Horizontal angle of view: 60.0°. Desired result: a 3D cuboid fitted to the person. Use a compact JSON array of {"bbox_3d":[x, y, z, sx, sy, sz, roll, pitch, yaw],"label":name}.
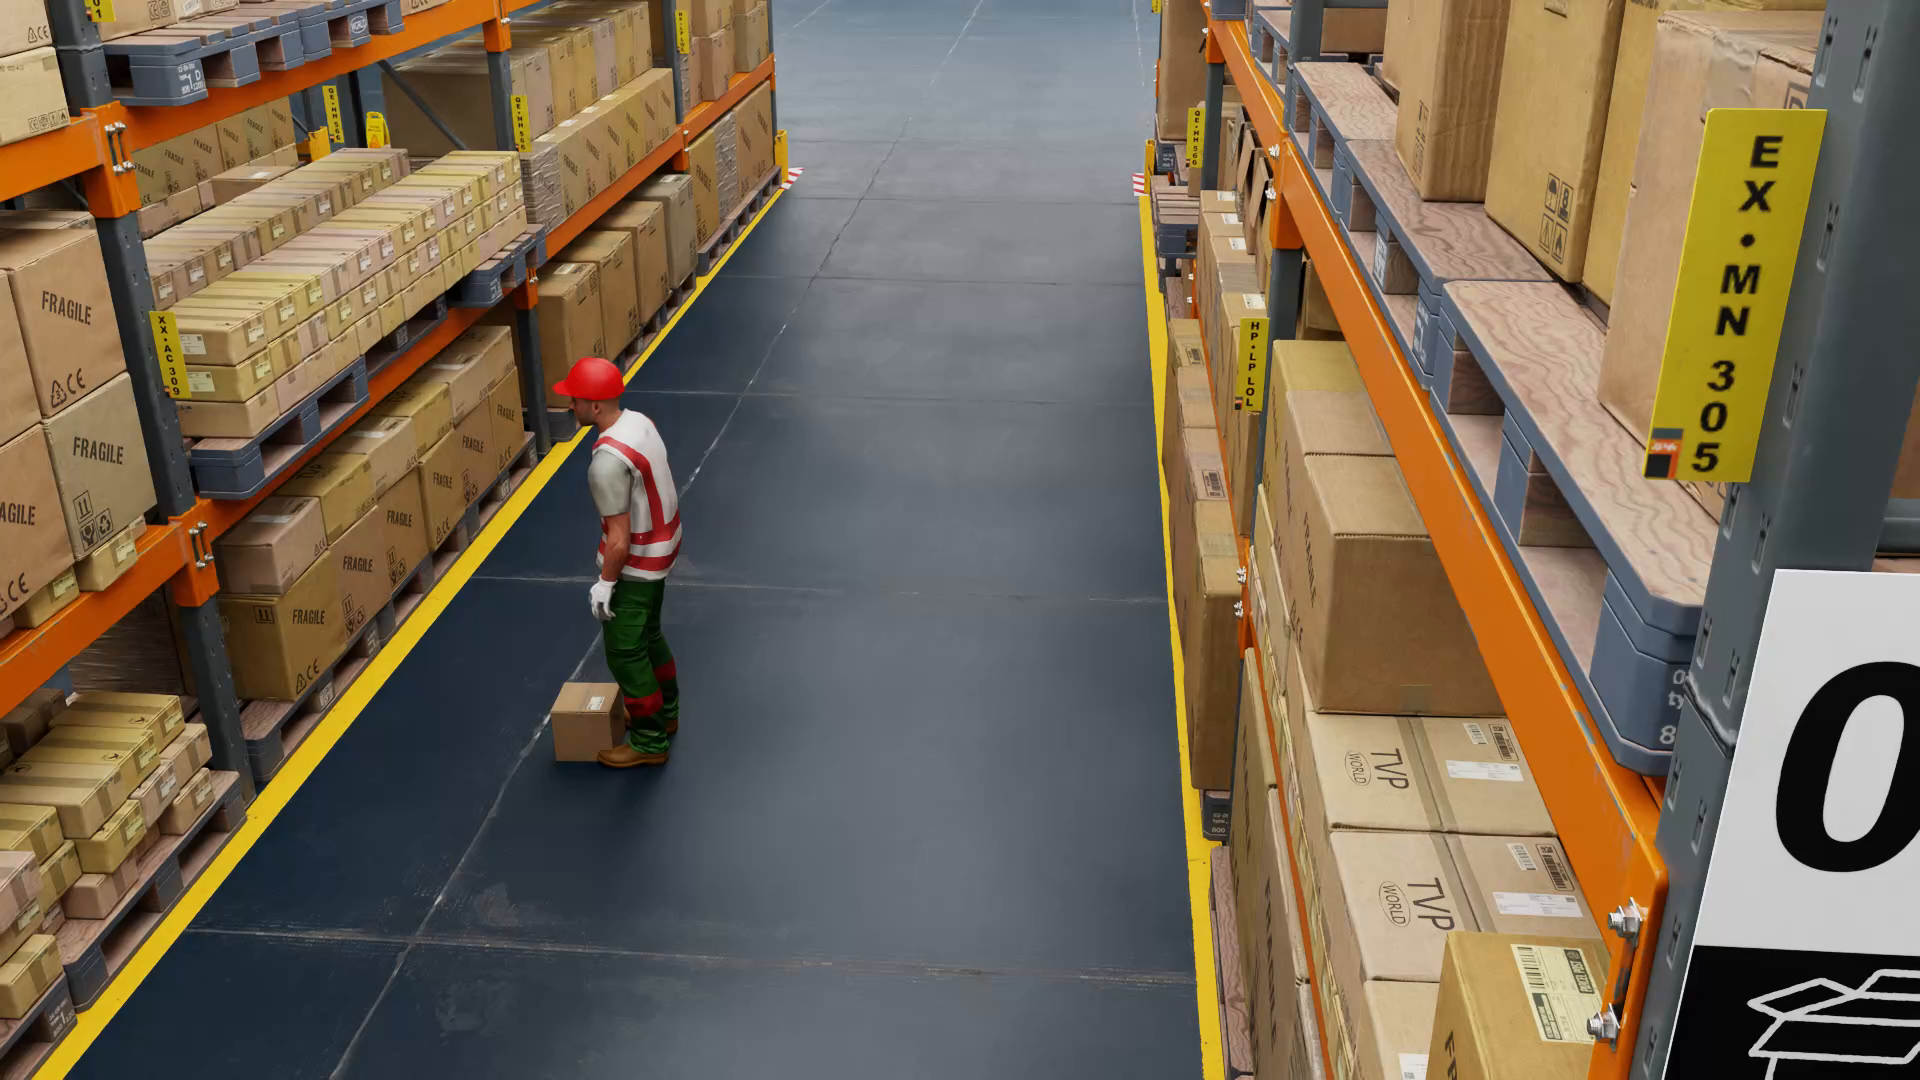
[{"bbox_3d":[-1.378,0.093,6.879,0.448,1.780,0.609,2,24,4],"label":"person"}]
